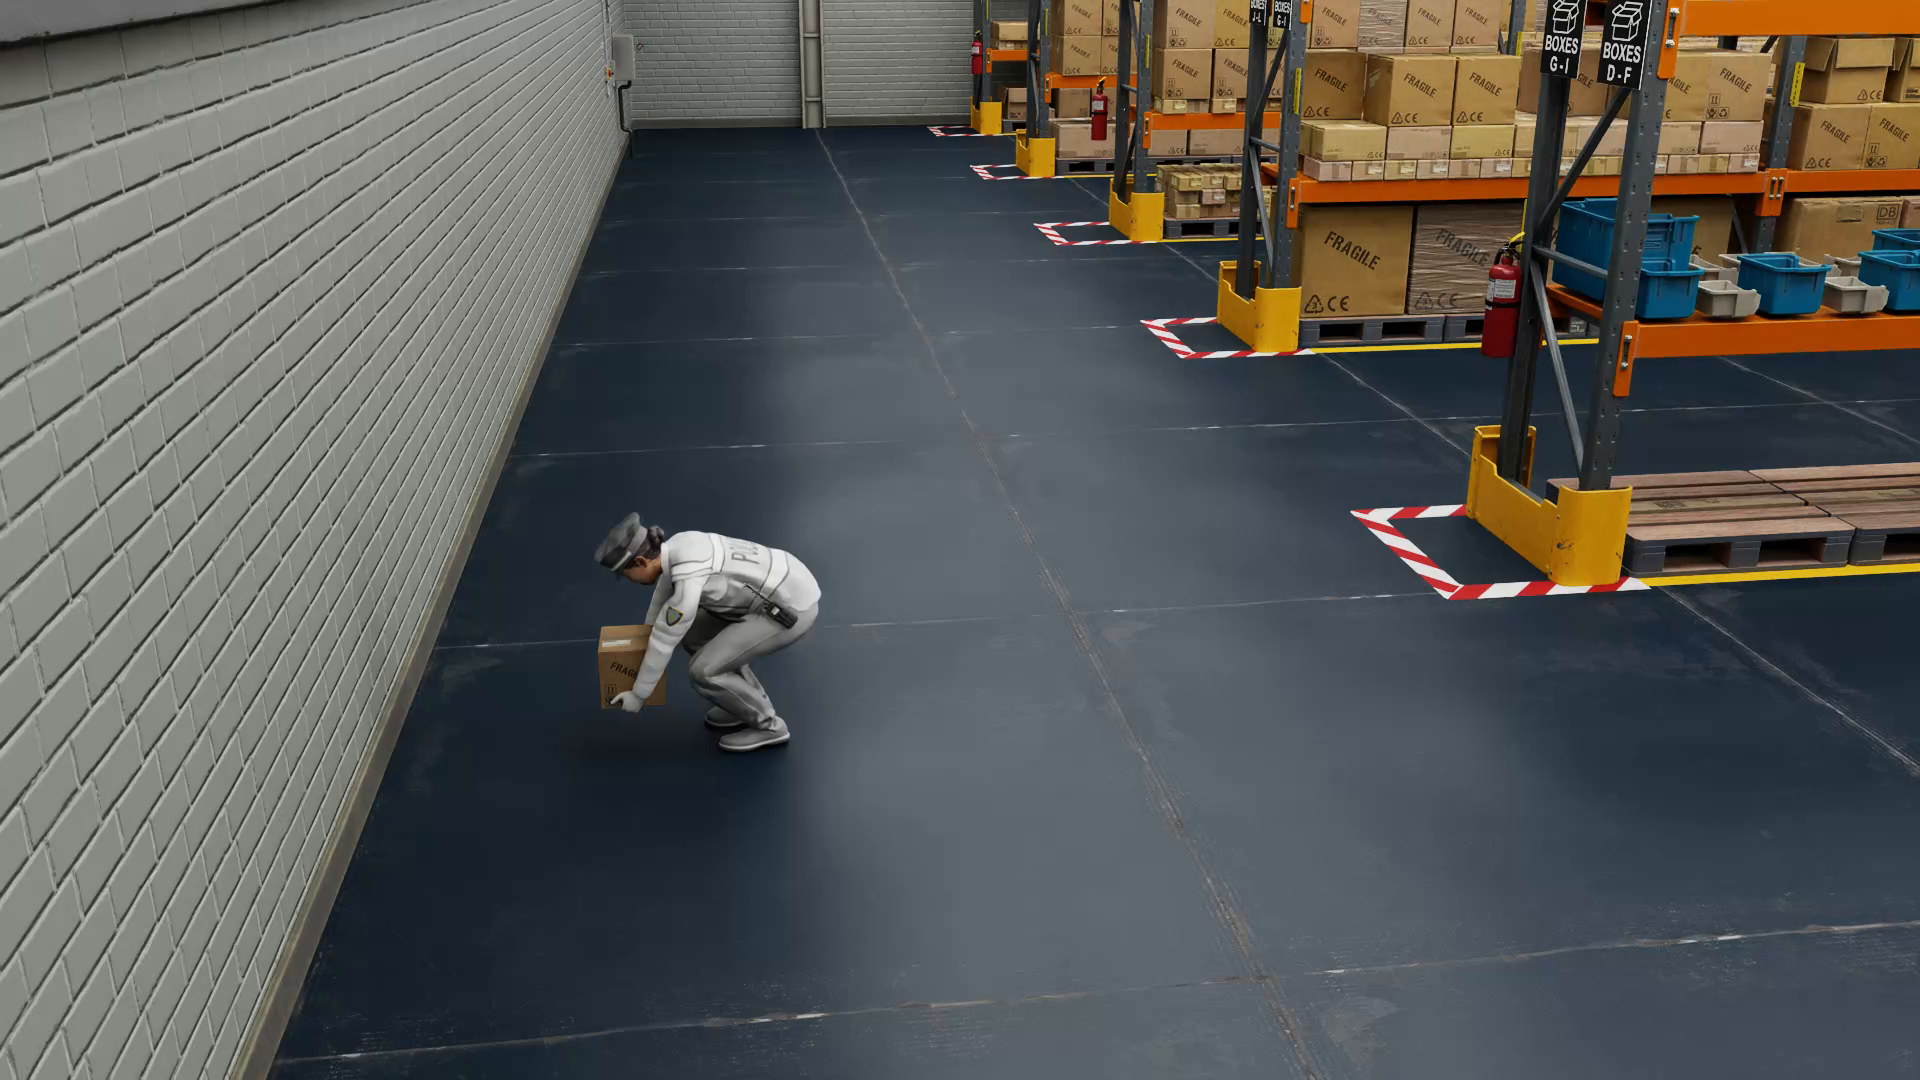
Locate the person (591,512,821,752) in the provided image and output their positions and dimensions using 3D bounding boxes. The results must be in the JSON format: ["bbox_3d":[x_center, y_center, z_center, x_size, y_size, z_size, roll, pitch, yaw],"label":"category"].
[{"bbox_3d":[-0.996,0.343,6.642,0.883,0.982,0.454,-3,20,-9],"label":"person"}]
